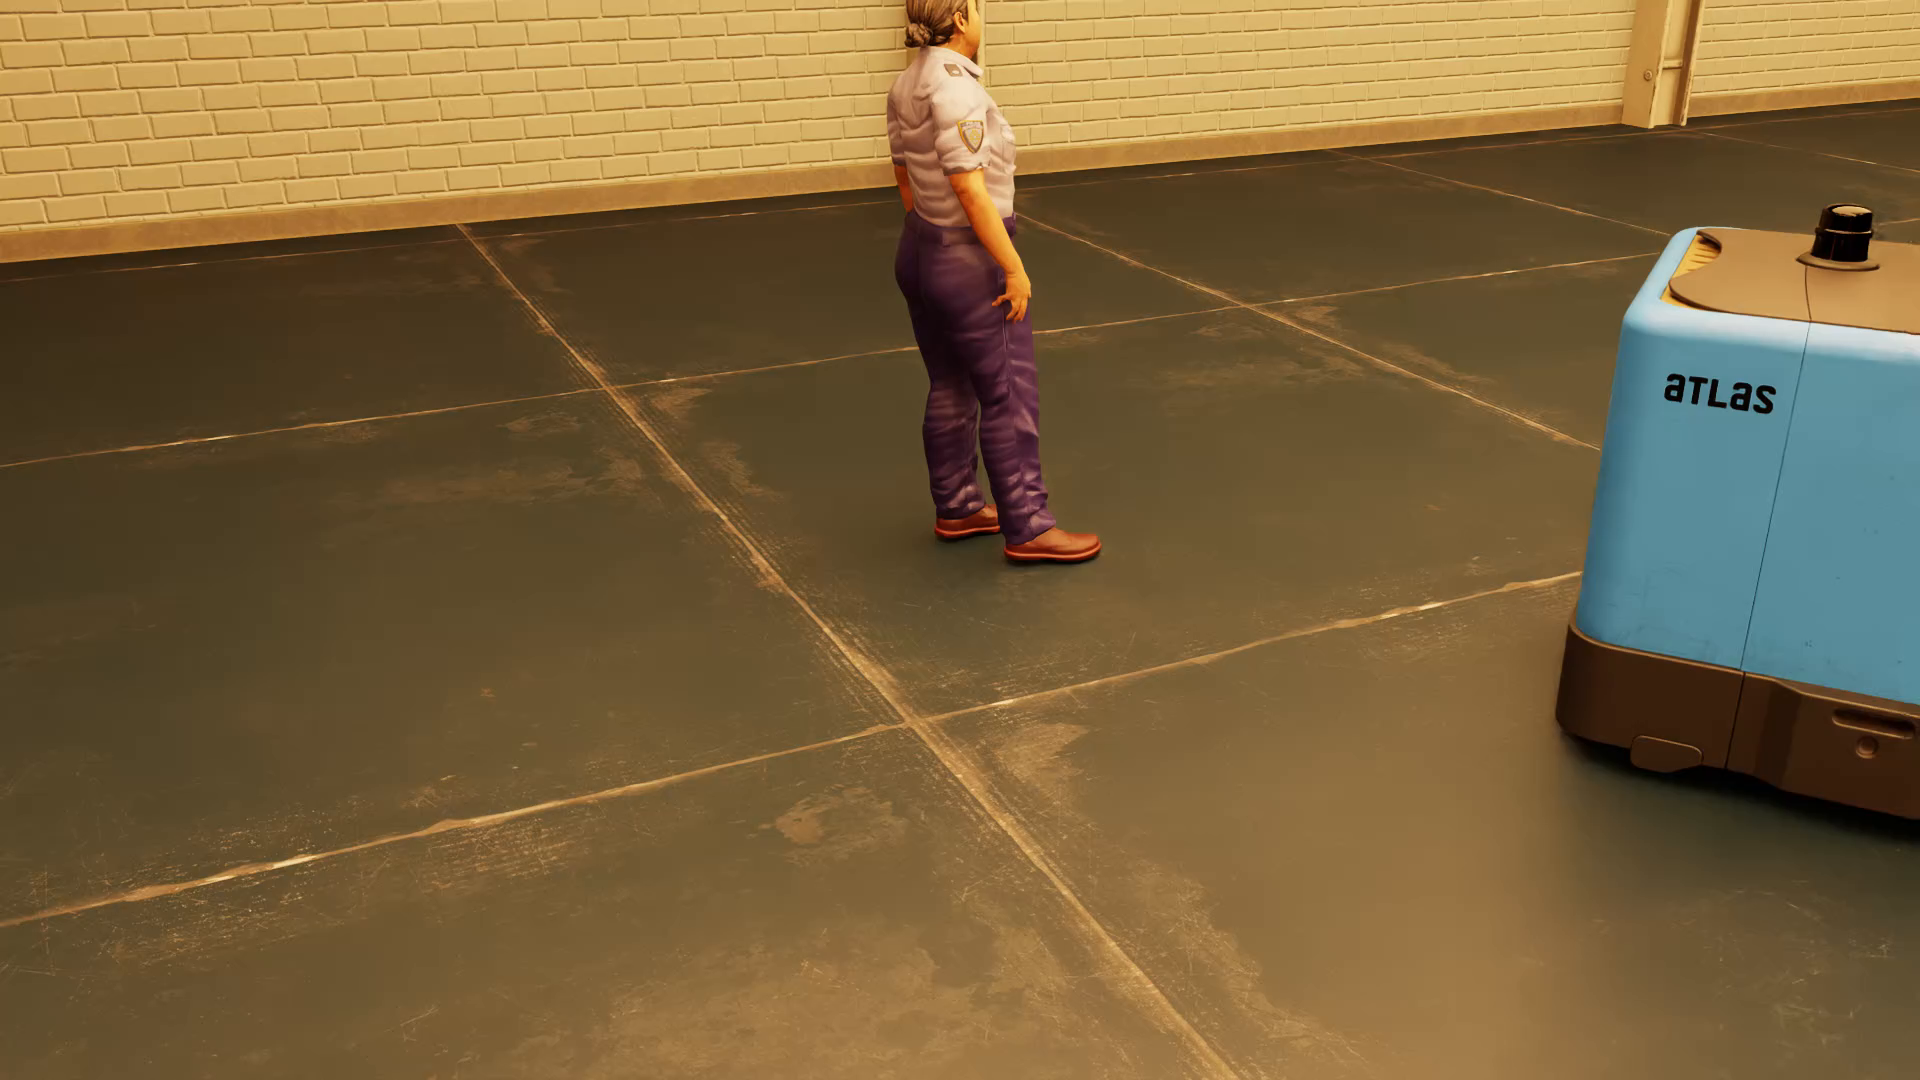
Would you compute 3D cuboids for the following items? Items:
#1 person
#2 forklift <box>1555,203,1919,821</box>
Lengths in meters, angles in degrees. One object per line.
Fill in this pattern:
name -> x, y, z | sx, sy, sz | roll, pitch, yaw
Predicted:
person -> 0.091, -0.775, 4.803 | 0.503, 1.651, 0.598 | -10, 25, -23
forklift -> 2.946, -0.750, 3.092 | 3.031, 2.935, 1.130 | 11, 25, 26
